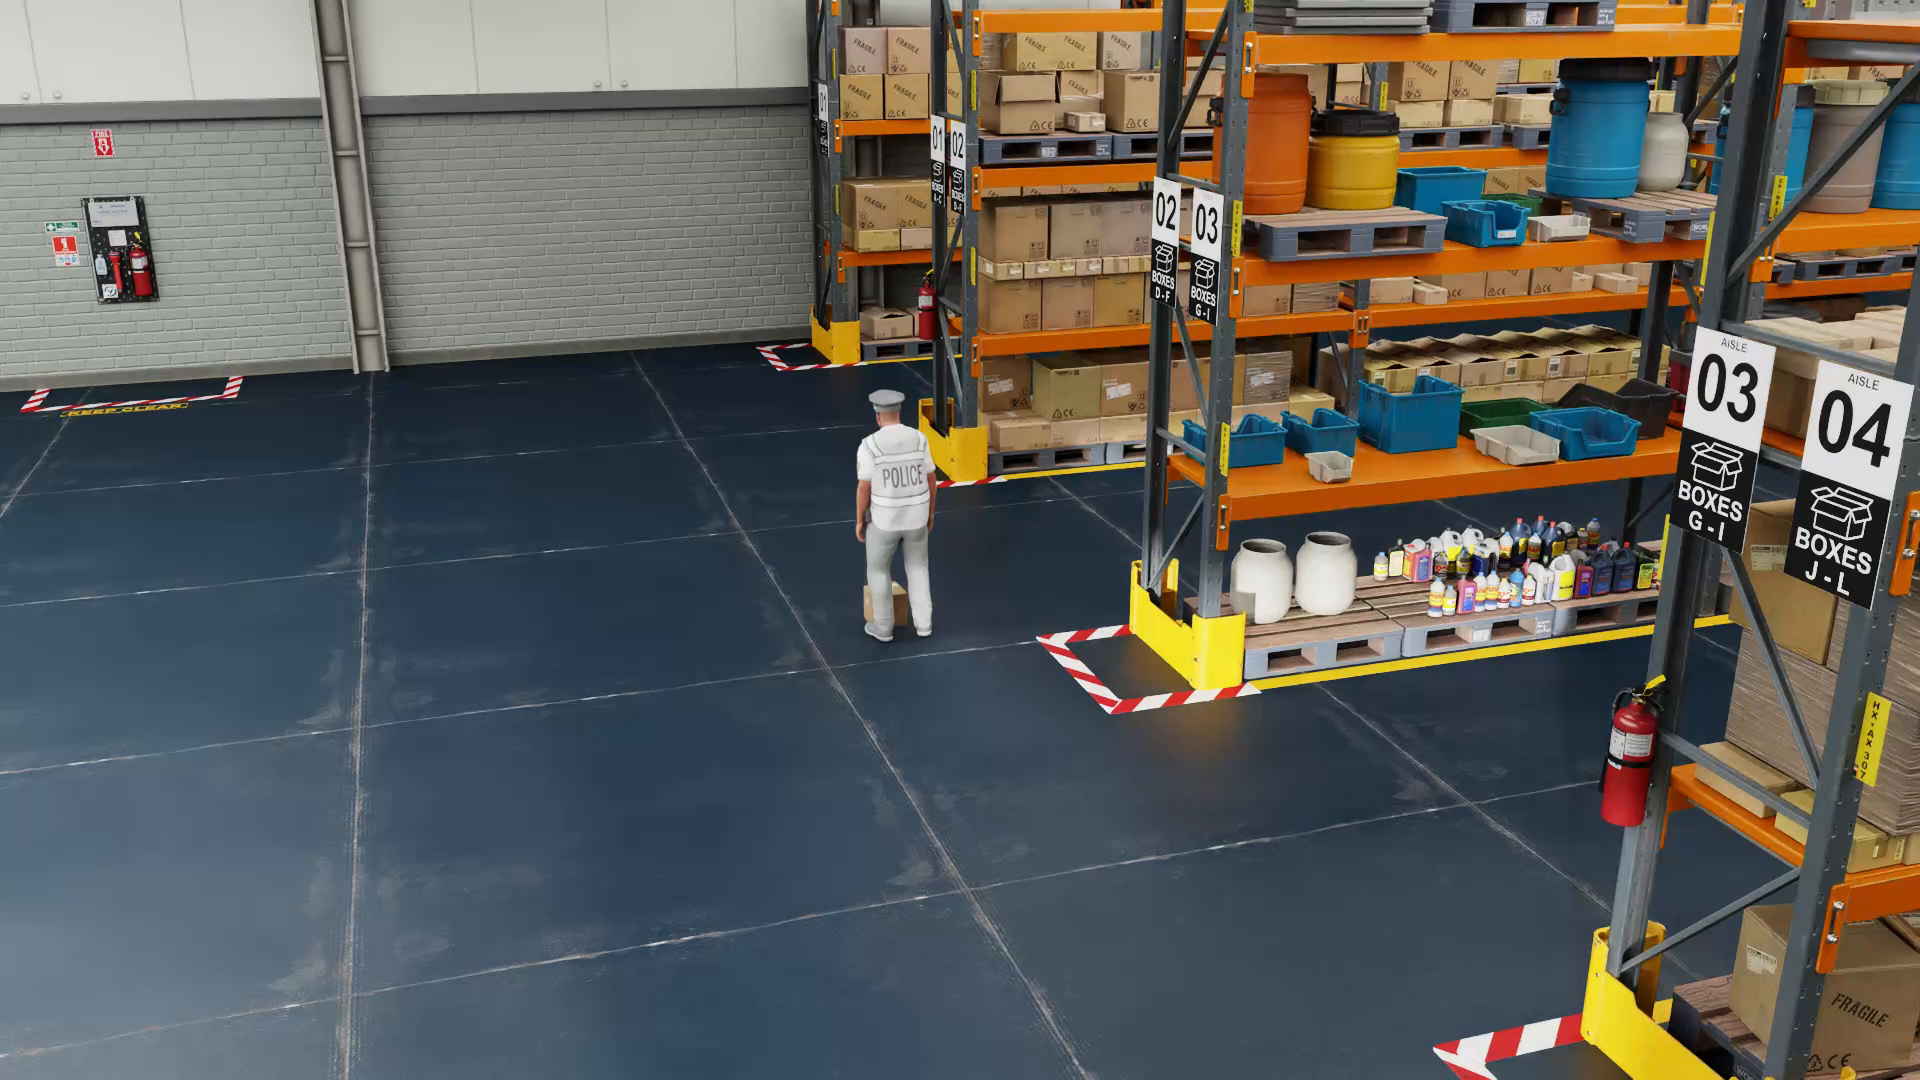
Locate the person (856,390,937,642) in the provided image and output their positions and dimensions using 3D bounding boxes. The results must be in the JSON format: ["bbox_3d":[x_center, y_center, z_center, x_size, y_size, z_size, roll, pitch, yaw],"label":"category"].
[{"bbox_3d":[-0.438,-0.150,11.491,0.591,1.746,0.436,-7,20,-20],"label":"person"}]
